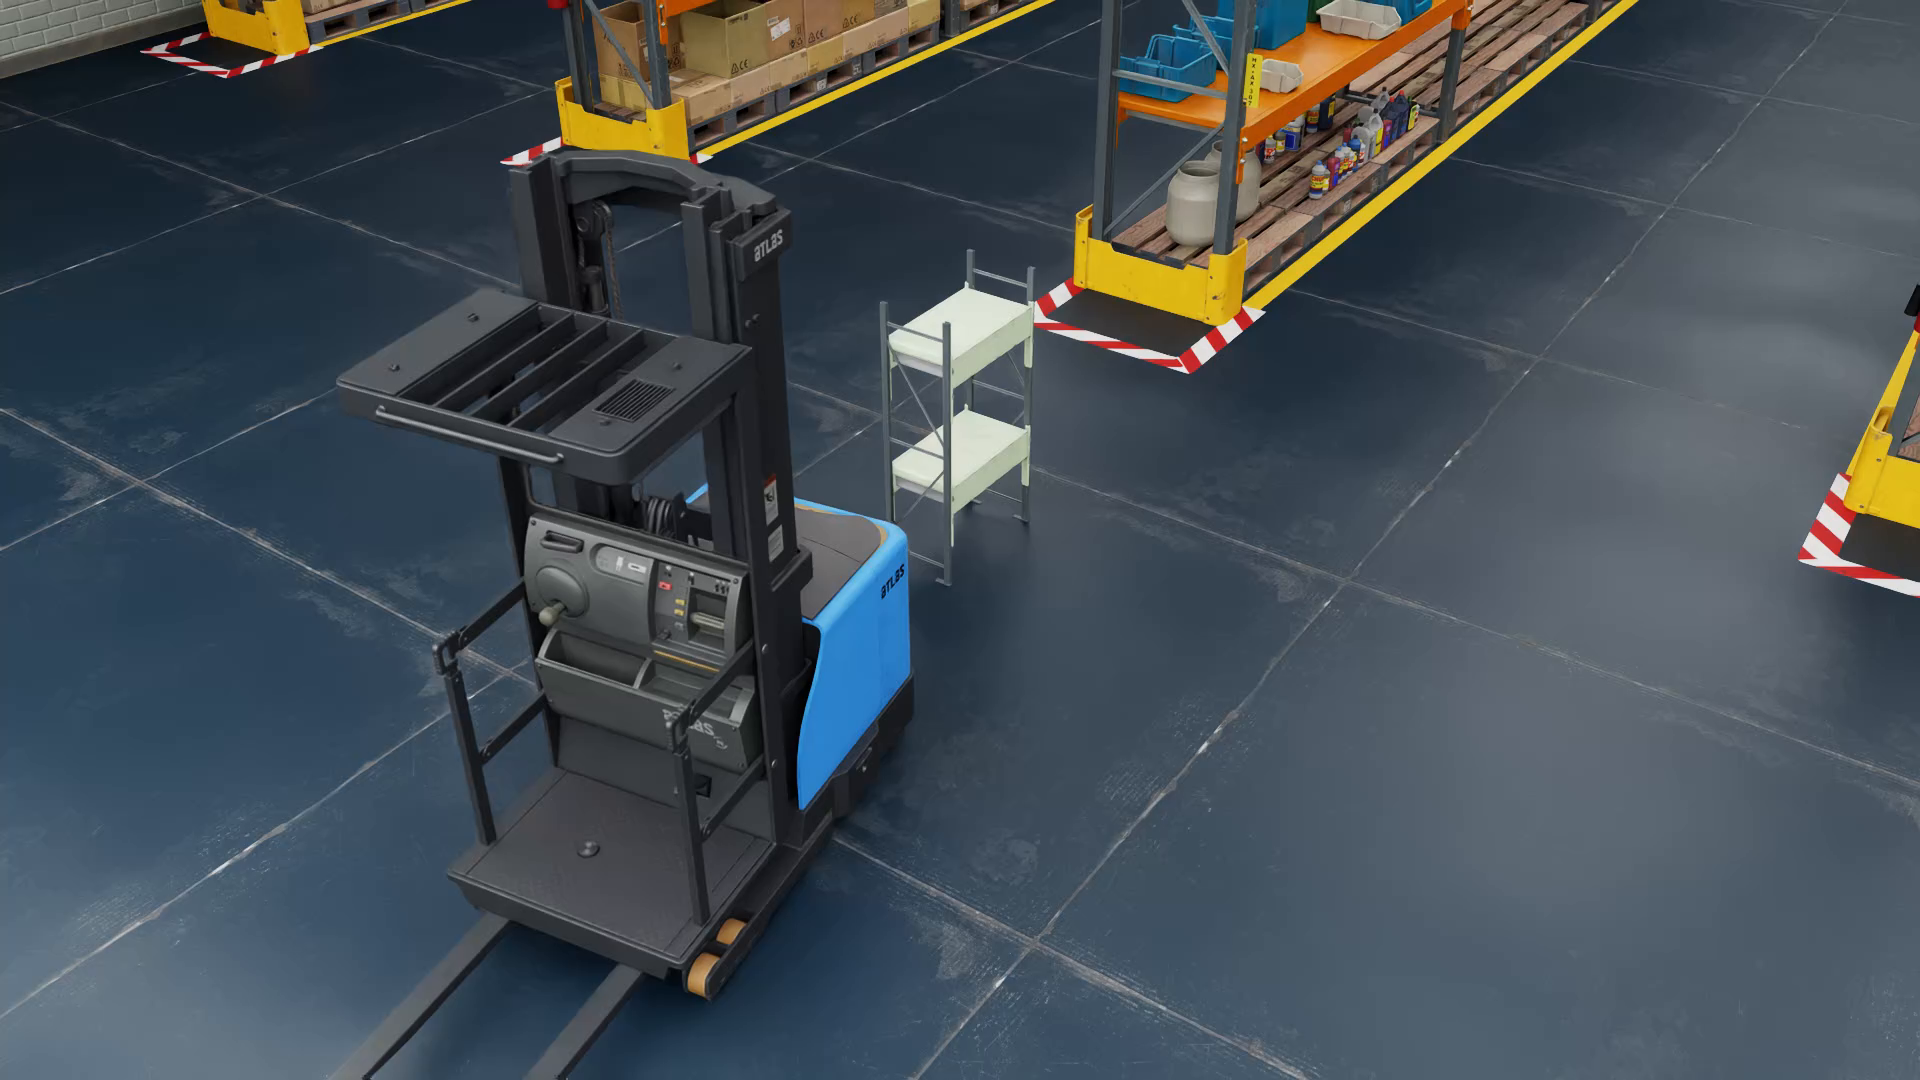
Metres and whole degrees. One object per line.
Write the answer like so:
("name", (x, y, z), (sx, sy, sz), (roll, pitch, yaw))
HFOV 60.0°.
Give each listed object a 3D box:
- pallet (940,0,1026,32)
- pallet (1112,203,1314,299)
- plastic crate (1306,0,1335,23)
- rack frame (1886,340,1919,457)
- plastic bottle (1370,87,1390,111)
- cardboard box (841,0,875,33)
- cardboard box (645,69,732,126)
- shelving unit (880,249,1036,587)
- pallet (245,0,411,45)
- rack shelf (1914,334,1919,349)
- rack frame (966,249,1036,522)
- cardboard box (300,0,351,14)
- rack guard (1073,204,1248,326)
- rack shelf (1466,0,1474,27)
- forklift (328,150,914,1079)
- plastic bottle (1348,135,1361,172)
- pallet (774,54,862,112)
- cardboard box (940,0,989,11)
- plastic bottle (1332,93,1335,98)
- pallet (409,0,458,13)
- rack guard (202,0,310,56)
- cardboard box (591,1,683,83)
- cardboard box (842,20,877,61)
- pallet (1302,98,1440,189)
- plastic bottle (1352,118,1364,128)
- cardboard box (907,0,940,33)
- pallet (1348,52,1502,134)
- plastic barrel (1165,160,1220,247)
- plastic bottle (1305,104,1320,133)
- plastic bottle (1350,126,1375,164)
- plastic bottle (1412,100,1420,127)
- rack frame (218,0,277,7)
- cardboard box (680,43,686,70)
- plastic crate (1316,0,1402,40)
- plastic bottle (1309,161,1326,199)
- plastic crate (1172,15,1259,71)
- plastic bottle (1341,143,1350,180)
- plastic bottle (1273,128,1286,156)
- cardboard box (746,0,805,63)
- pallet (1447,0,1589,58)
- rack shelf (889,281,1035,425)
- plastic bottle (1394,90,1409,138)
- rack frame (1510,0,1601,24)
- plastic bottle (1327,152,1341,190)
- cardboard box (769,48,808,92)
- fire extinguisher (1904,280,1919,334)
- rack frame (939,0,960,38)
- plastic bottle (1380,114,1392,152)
("pallet", (-0.063, -5.485, 16.848), (1.003, 0.211, 1.213), (21, 39, 28))
("pallet", (1.808, -2.131, 11.888), (1.003, 0.211, 1.213), (21, 39, 28))
("plastic crate", (2.611, -4.082, 12.473), (0.450, 0.188, 0.662), (21, 39, 28))
("rack frame", (5.405, -1.282, 8.143), (1.000, 3.000, 0.127), (21, 39, 28))
("plastic bottle", (3.368, -3.447, 13.317), (0.144, 0.351, 0.185), (21, 39, 28))
("cardboard box", (-1.112, -4.893, 14.894), (0.500, 0.500, 0.500), (21, 39, 28))
("cardboard box", (-2.243, -3.658, 13.737), (0.500, 0.250, 0.500), (21, 39, 28))
("shelving unit", (-0.004, -0.618, 8.501), (0.431, 1.500, 0.755), (21, 39, 28))
("pallet", (-6.267, -5.271, 16.531), (1.003, 0.211, 1.213), (21, 39, 28))
("rack shelf", (6.545, -1.904, 9.706), (1.077, 0.370, 4.000), (21, 39, 28))
("rack frame", (0.205, -0.787, 8.750), (0.400, 1.500, 0.023), (21, 39, 28))
("cardboard box", (-6.335, -5.386, 16.220), (0.500, 0.311, 0.500), (17, 37, 23))
("rack guard", (1.340, -1.878, 11.257), (1.175, 0.500, 0.348), (21, 39, 28))
("rack shelf", (4.757, -5.327, 14.767), (1.077, 0.370, 4.000), (21, 39, 28))
("forklift", (-1.294, 0.249, 5.942), (1.130, 2.935, 3.031), (15, 37, 21))
("plastic bottle", (2.994, -2.948, 12.649), (0.097, 0.271, 0.097), (0, 34, 0))
("pallet", (-1.634, -4.217, 14.973), (1.003, 0.211, 1.213), (21, 39, 28))
("cardboard box", (-0.017, -5.430, 16.357), (0.500, 0.250, 0.500), (20, 39, 27))
("plastic bottle", (3.001, -3.564, 13.550), (0.061, 0.283, 0.133), (21, 39, 28))
("pallet", (-5.571, -5.830, 17.358), (1.003, 0.211, 1.213), (21, 39, 28))
("rack guard", (-6.760, -5.028, 15.914), (1.175, 0.500, 0.348), (21, 39, 28))
("cardboard box", (-2.670, -4.135, 13.773), (0.500, 0.500, 0.500), (21, 39, 28))
("cardboard box", (-1.102, -4.578, 15.098), (0.500, 0.250, 0.500), (21, 39, 28))
("pallet", (3.199, -3.254, 13.548), (1.003, 0.211, 1.213), (21, 39, 28))
("plastic bottle", (3.094, -3.157, 12.948), (0.061, 0.283, 0.133), (21, 39, 28))
("cardboard box", (-0.536, -5.040, 15.781), (0.500, 0.250, 0.500), (21, 39, 28))
("pallet", (4.032, -3.923, 14.538), (1.003, 0.211, 1.213), (21, 39, 28))
("plastic barrel", (1.648, -2.334, 11.546), (0.421, 0.512, 0.421), (0, 34, 0))
("plastic bottle", (2.832, -3.412, 13.337), (0.097, 0.271, 0.097), (0, 34, 0))
("plastic bottle", (3.097, -3.060, 12.811), (0.152, 0.276, 0.135), (22, 40, 29))
("plastic bottle", (3.666, -3.461, 13.471), (0.097, 0.201, 0.097), (0, 34, 0))
("rack frame", (-6.803, -6.028, 15.162), (1.000, 3.000, 0.127), (21, 39, 28))
("cardboard box", (-2.393, -4.058, 14.328), (0.500, 0.250, 0.500), (21, 39, 28))
("plastic crate", (2.899, -3.767, 12.054), (0.530, 0.136, 0.437), (21, 39, 28))
("plastic bottle", (2.625, -2.651, 12.210), (0.097, 0.271, 0.097), (0, 34, 0))
("plastic crate", (1.750, -3.425, 11.445), (0.499, 0.251, 0.408), (21, 39, 28))
("plastic bottle", (2.878, -2.854, 12.512), (0.097, 0.271, 0.097), (0, 34, 0))
("plastic bottle", (2.483, -3.102, 12.940), (0.097, 0.201, 0.097), (0, 34, 0))
("cardboard box", (-1.685, -4.434, 14.215), (0.500, 0.500, 0.500), (21, 39, 28))
("pallet", (5.424, -5.046, 16.199), (1.003, 0.211, 1.213), (21, 39, 28))
("rack shelf", (-0.004, -0.941, 8.282), (0.431, 0.370, 0.720), (21, 39, 28))
("plastic bottle", (3.486, -3.401, 13.249), (0.144, 0.351, 0.185), (20, 39, 27))
("rack frame", (5.897, -6.545, 15.927), (1.000, 3.000, 0.127), (21, 39, 28))
("plastic bottle", (2.770, -2.754, 12.352), (0.061, 0.283, 0.133), (22, 40, 29))
("cardboard box", (-1.675, -4.119, 14.419), (0.500, 0.250, 0.500), (21, 39, 28))
("fire extinguisher", (4.961, -1.344, 8.305), (0.296, 0.674, 0.183), (21, 39, 28))
("rack frame", (-0.451, -6.288, 15.547), (1.000, 3.000, 0.127), (21, 39, 28))
("plastic bottle", (3.318, -3.196, 13.007), (0.061, 0.283, 0.133), (24, 41, 31))
